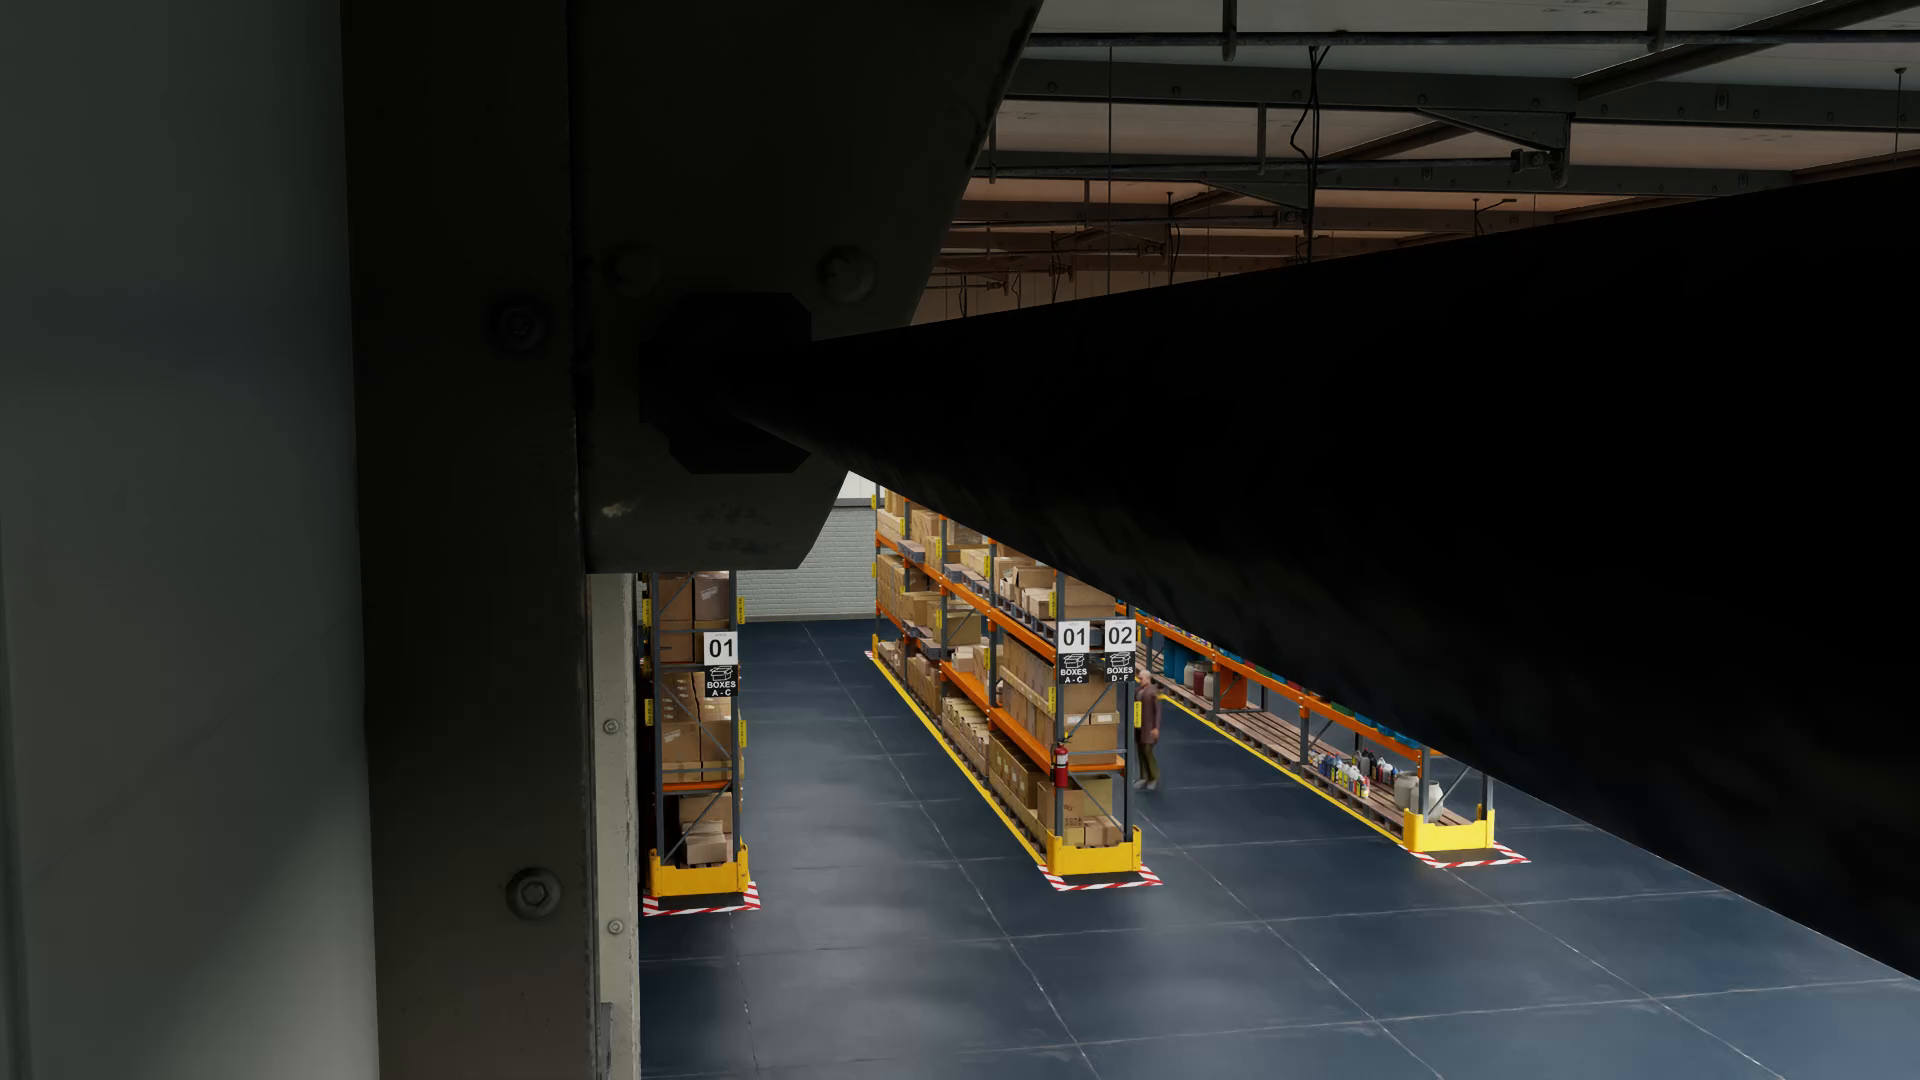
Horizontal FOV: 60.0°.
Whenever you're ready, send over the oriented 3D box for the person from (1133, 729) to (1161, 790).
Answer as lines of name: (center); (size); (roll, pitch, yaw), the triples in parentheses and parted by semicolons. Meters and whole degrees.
person: (2.827, 3.217, 25.227); (0.441, 1.106, 0.411); (-4, 7, -33)
